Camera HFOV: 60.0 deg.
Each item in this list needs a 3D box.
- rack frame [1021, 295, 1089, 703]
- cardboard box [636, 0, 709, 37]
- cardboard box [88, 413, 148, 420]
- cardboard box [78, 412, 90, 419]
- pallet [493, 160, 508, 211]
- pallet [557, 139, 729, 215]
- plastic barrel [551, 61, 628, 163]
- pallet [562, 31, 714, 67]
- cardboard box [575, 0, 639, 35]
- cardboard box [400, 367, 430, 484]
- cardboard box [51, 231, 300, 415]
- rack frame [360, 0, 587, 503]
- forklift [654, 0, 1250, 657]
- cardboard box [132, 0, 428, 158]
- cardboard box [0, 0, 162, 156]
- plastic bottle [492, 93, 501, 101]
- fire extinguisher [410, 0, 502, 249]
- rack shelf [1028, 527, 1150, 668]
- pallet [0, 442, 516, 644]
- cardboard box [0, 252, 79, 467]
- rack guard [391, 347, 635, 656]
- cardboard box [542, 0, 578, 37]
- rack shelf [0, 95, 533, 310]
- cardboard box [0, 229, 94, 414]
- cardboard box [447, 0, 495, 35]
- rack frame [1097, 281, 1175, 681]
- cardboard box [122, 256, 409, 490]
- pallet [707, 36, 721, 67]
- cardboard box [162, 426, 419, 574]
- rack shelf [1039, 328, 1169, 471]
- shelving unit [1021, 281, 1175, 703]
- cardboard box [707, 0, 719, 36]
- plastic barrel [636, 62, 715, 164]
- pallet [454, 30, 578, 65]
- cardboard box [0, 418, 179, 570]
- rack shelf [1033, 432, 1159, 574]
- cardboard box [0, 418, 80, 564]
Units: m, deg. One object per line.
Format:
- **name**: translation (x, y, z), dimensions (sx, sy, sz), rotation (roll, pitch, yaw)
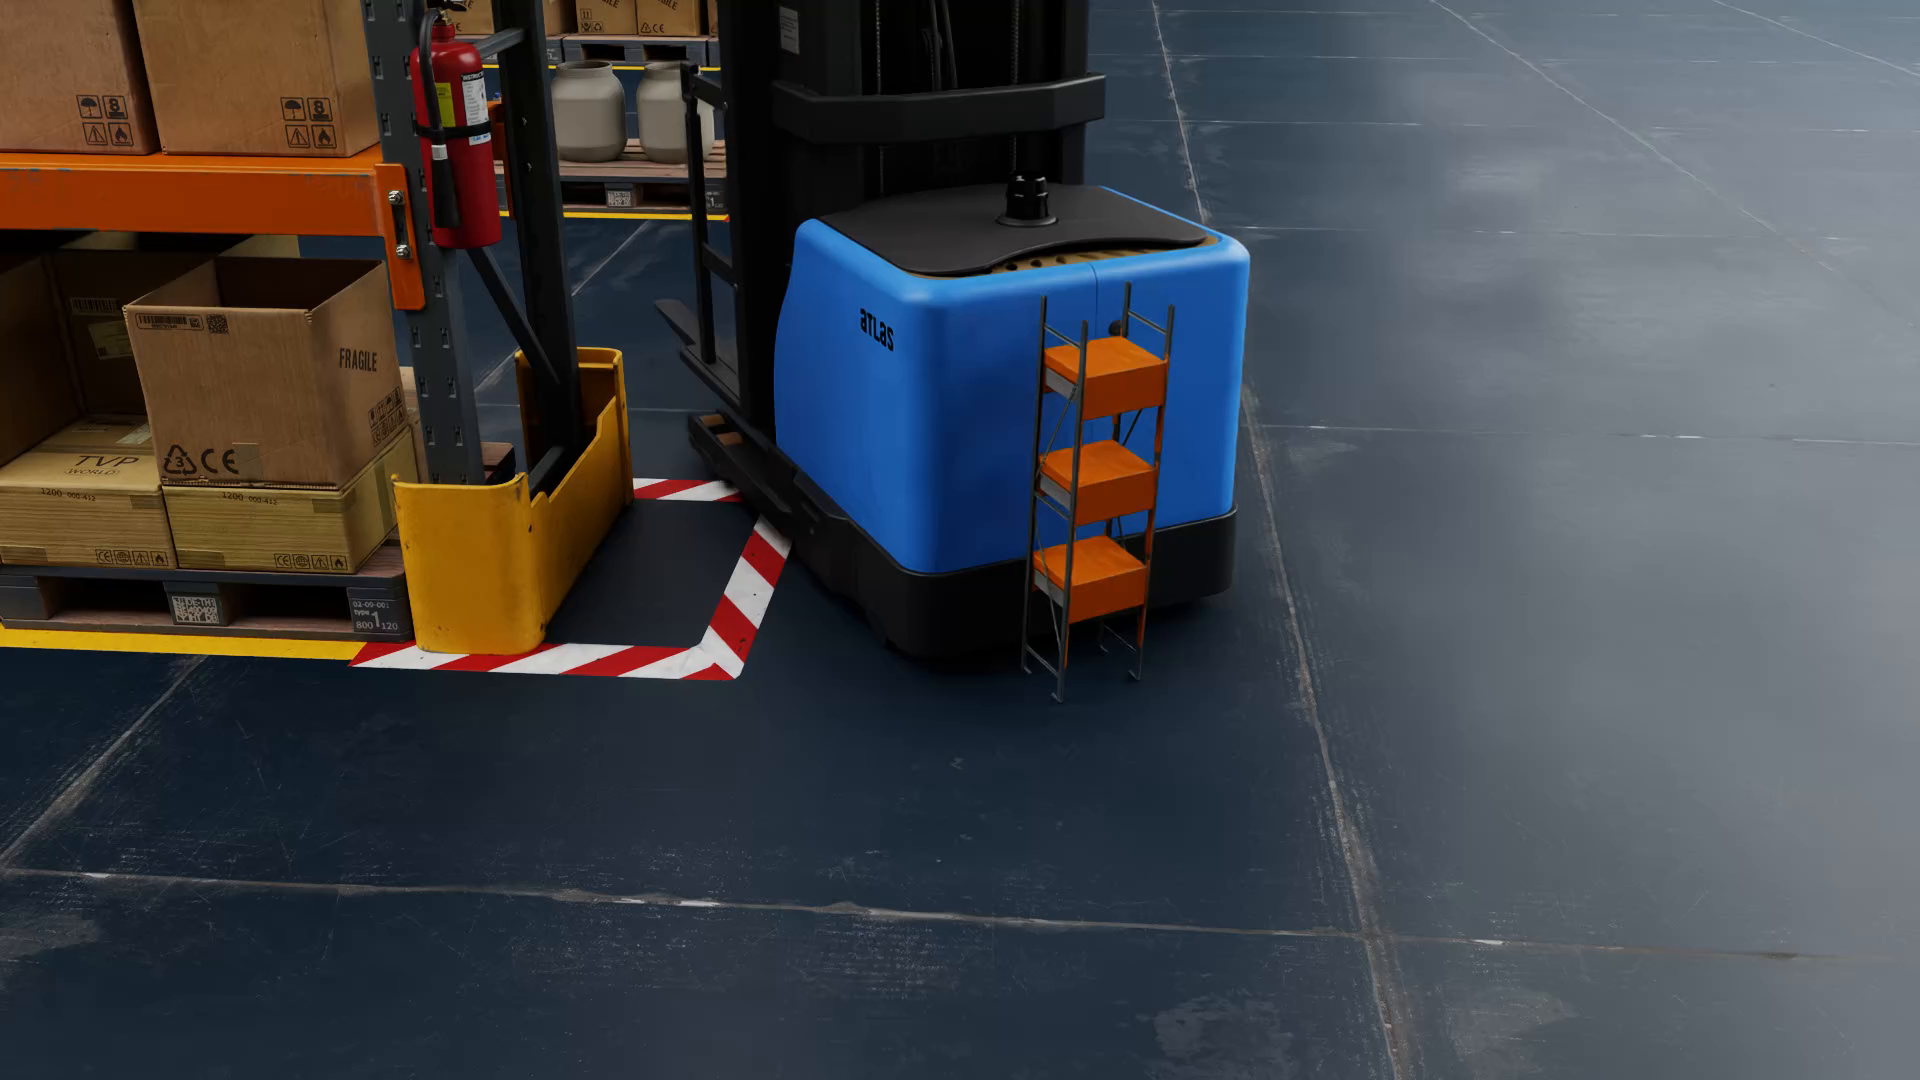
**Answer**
- **rack frame**: translation (0.230, -0.082, 4.157), dimensions (0.008, 1.050, 0.200), rotation (-13, 31, -26)
- **cardboard box**: translation (-2.405, -4.537, 14.009), dimensions (0.500, 0.500, 0.500), rotation (4, 25, 9)
- **cardboard box**: translation (-2.341, -0.359, 5.229), dimensions (0.500, 0.250, 0.500), rotation (2, 25, 4)
- **cardboard box**: translation (-2.839, -0.375, 5.264), dimensions (0.500, 0.250, 0.500), rotation (2, 25, 4)
- **pallet**: translation (-3.044, -2.142, 9.652), dimensions (1.213, 0.211, 1.003), rotation (2, 25, 4)
- **pallet**: translation (-1.830, -2.102, 9.565), dimensions (1.213, 0.211, 1.003), rotation (2, 25, 4)
- **plastic barrel**: translation (-2.103, -2.423, 9.402), dimensions (0.421, 0.512, 0.421), rotation (0, 25, 0)
- **pallet**: translation (-2.659, -4.238, 14.208), dimensions (1.213, 0.211, 1.003), rotation (2, 25, 4)
- **cardboard box**: translation (-2.958, -4.573, 14.088), dimensions (0.500, 0.500, 0.500), rotation (0, 25, -1)
- **cardboard box**: translation (-1.842, -0.345, 5.198), dimensions (0.500, 0.250, 0.500), rotation (2, 25, 4)
- **cardboard box**: translation (-2.341, -0.701, 5.074), dimensions (0.500, 0.500, 0.500), rotation (2, 25, 4)
- **rack frame**: translation (-1.324, -1.293, 4.472), dimensions (0.127, 3.000, 1.000), rotation (2, 25, 4)
- **forklift**: translation (-0.303, -1.606, 5.233), dimensions (1.130, 2.935, 3.031), rotation (-11, 27, -23)
- **cardboard box**: translation (-1.789, -1.359, 4.495), dimensions (0.500, 0.500, 0.700), rotation (2, 25, 4)
- **cardboard box**: translation (-2.313, -1.374, 4.527), dimensions (0.500, 0.500, 0.700), rotation (2, 25, 5)
- **plastic bottle**: translation (-2.725, -2.506, 9.845), dimensions (0.097, 0.271, 0.097), rotation (0, 25, 0)
- **fire extinguisher**: translation (-1.242, -1.061, 4.059), dimensions (0.183, 0.674, 0.296), rotation (2, 25, 4)
- **rack shelf**: translation (0.328, 0.148, 4.345), dimensions (0.240, 0.259, 0.215), rotation (-13, 31, -26)
- **pallet**: translation (-2.090, -0.033, 5.070), dimensions (1.213, 0.211, 1.003), rotation (2, 25, 4)
- **cardboard box**: translation (-2.880, -0.494, 4.626), dimensions (0.500, 0.500, 0.500), rotation (2, 25, 4)
- **rack guard**: translation (-1.300, -0.157, 4.993), dimensions (0.348, 0.500, 1.175), rotation (2, 25, 4)
- **cardboard box**: translation (-3.583, -4.560, 14.060), dimensions (0.500, 0.500, 0.500), rotation (10, 27, 21)
- **rack shelf**: translation (-3.319, -1.030, 4.761), dimensions (4.000, 0.370, 1.077), rotation (2, 25, 4)
- **cardboard box**: translation (-2.840, -0.711, 5.097), dimensions (0.500, 0.500, 0.500), rotation (2, 25, 4)
- **cardboard box**: translation (-4.155, -4.576, 14.093), dimensions (0.500, 0.500, 0.500), rotation (1, 25, 2)
- **rack frame**: translation (0.444, -0.132, 4.264), dimensions (0.008, 1.050, 0.200), rotation (-13, 31, -26)
- **cardboard box**: translation (-1.882, -0.469, 4.570), dimensions (0.500, 0.500, 0.500), rotation (2, 25, 4)
- **pallet**: translation (-1.445, -4.198, 14.121), dimensions (1.213, 0.211, 1.003), rotation (2, 25, 4)
- **cardboard box**: translation (-1.882, -0.129, 4.728), dimensions (0.500, 0.250, 0.500), rotation (2, 25, 4)
- **rack shelf**: translation (0.345, -0.348, 4.083), dimensions (0.240, 0.259, 0.215), rotation (-13, 31, -26)
- **shelving unit**: translation (0.337, -0.107, 4.211), dimensions (0.252, 1.050, 0.215), rotation (-13, 31, -26)
- **cardboard box**: translation (-1.782, -4.509, 13.948), dimensions (0.500, 0.500, 0.500), rotation (8, 26, 18)
- **plastic barrel**: translation (-1.604, -2.407, 9.367), dimensions (0.421, 0.512, 0.421), rotation (0, 25, 0)
- **pallet**: translation (-3.878, -4.276, 14.291), dimensions (1.213, 0.211, 1.003), rotation (2, 25, 4)
- **cardboard box**: translation (-2.381, -0.140, 4.752), dimensions (0.500, 0.250, 0.500), rotation (2, 25, 4)
- **rack shelf**: translation (0.337, -0.097, 4.216), dimensions (0.240, 0.259, 0.215), rotation (-13, 31, -26)
- **cardboard box**: translation (-2.880, -0.155, 4.786), dimensions (0.500, 0.250, 0.500), rotation (2, 25, 4)
